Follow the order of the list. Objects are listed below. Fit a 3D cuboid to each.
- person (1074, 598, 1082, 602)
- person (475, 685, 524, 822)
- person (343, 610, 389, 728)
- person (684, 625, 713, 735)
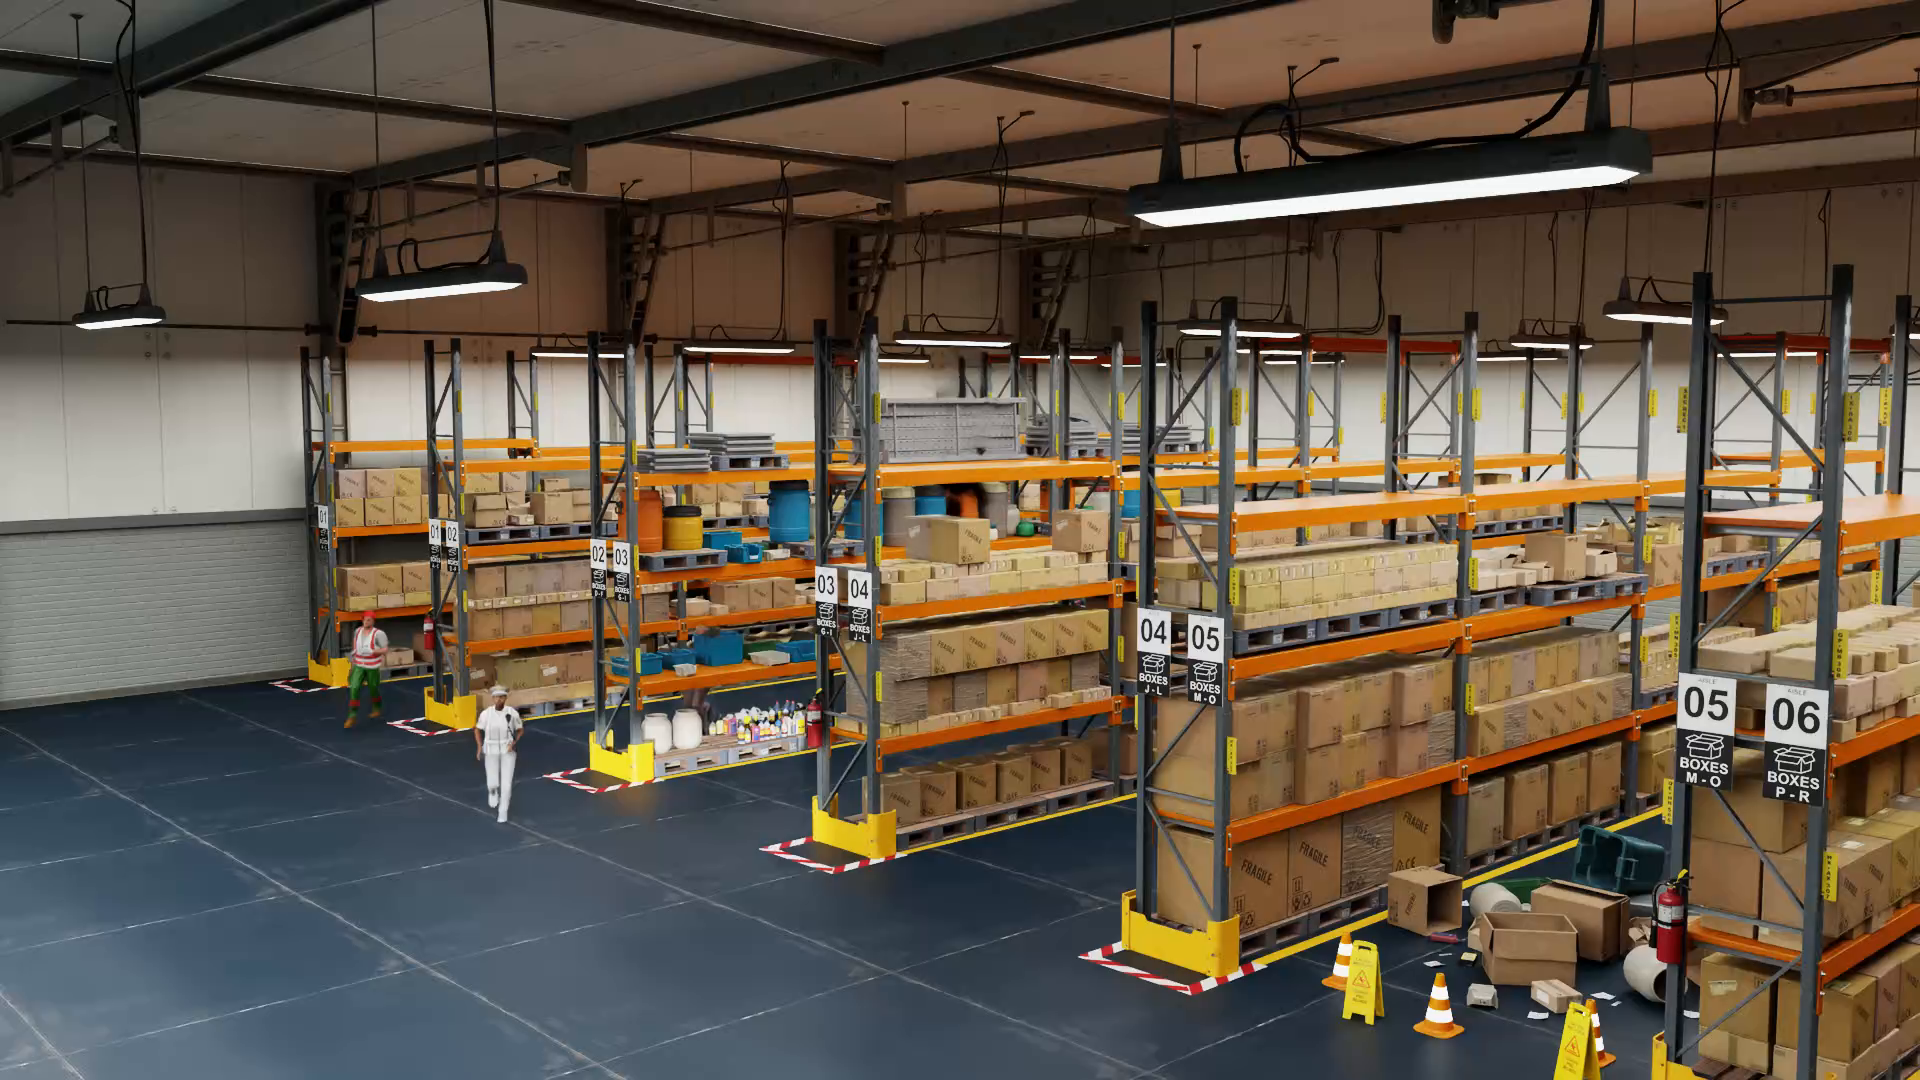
[{"bbox_3d":[2.450,1.458,32.884,0.586,1.628,0.753,4,7,40],"label":"person"},{"bbox_3d":[-5.580,2.577,20.169,0.584,1.662,0.561,-1,5,-14],"label":"person"},{"bbox_3d":[-9.178,1.961,25.807,0.667,1.761,1.012,0,5,4],"label":"person"},{"bbox_3d":[-3.915,2.119,25.199,0.659,1.679,0.586,4,6,37],"label":"person"}]
